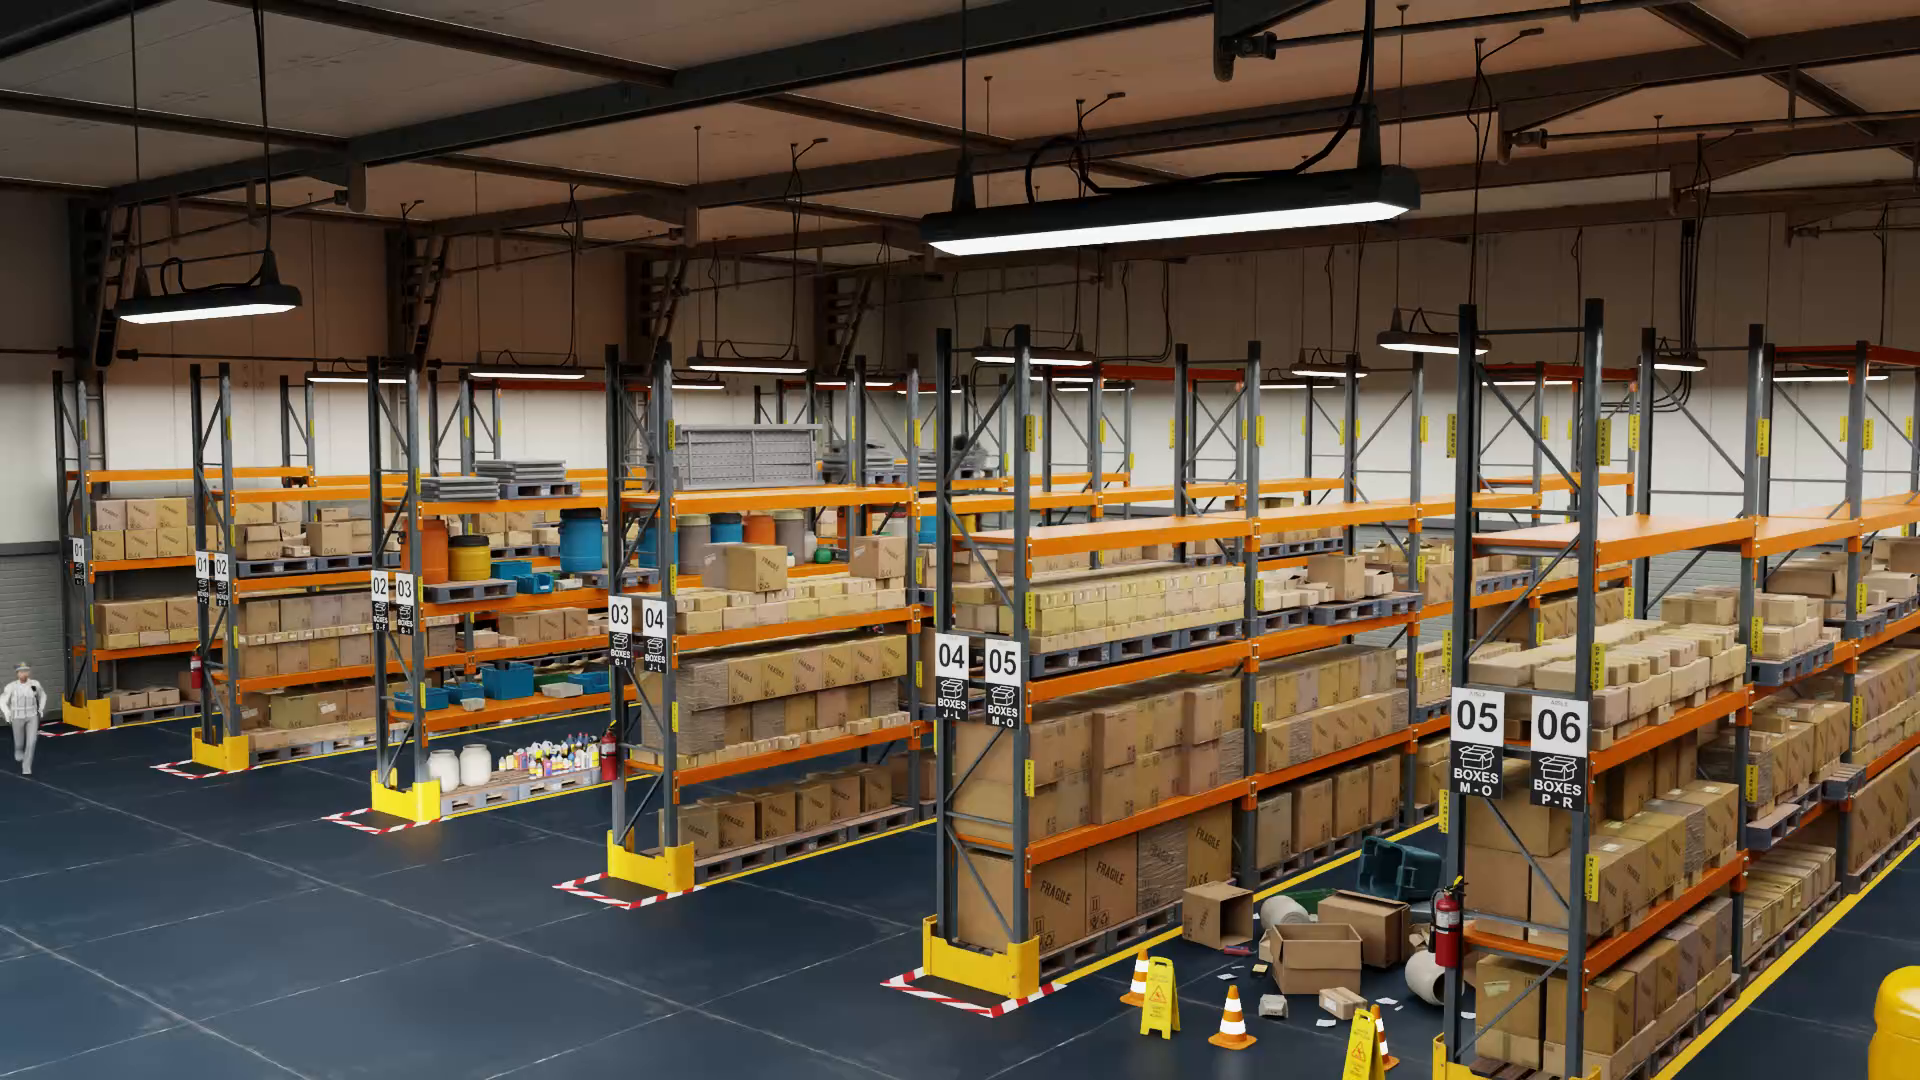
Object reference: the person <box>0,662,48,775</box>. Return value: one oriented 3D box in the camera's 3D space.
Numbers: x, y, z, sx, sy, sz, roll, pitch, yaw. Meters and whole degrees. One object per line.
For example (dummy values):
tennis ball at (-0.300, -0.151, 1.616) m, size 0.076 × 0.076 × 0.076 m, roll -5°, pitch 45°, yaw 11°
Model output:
person at (-13.715, 2.593, 24.375) m, size 0.627 × 1.644 × 0.659 m, roll -3°, pitch 5°, yaw -35°

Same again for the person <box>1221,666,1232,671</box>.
person at (3.964, 2.634, 24.451) m, size 0.535 × 1.580 × 0.641 m, roll -1°, pitch 4°, yaw -17°
